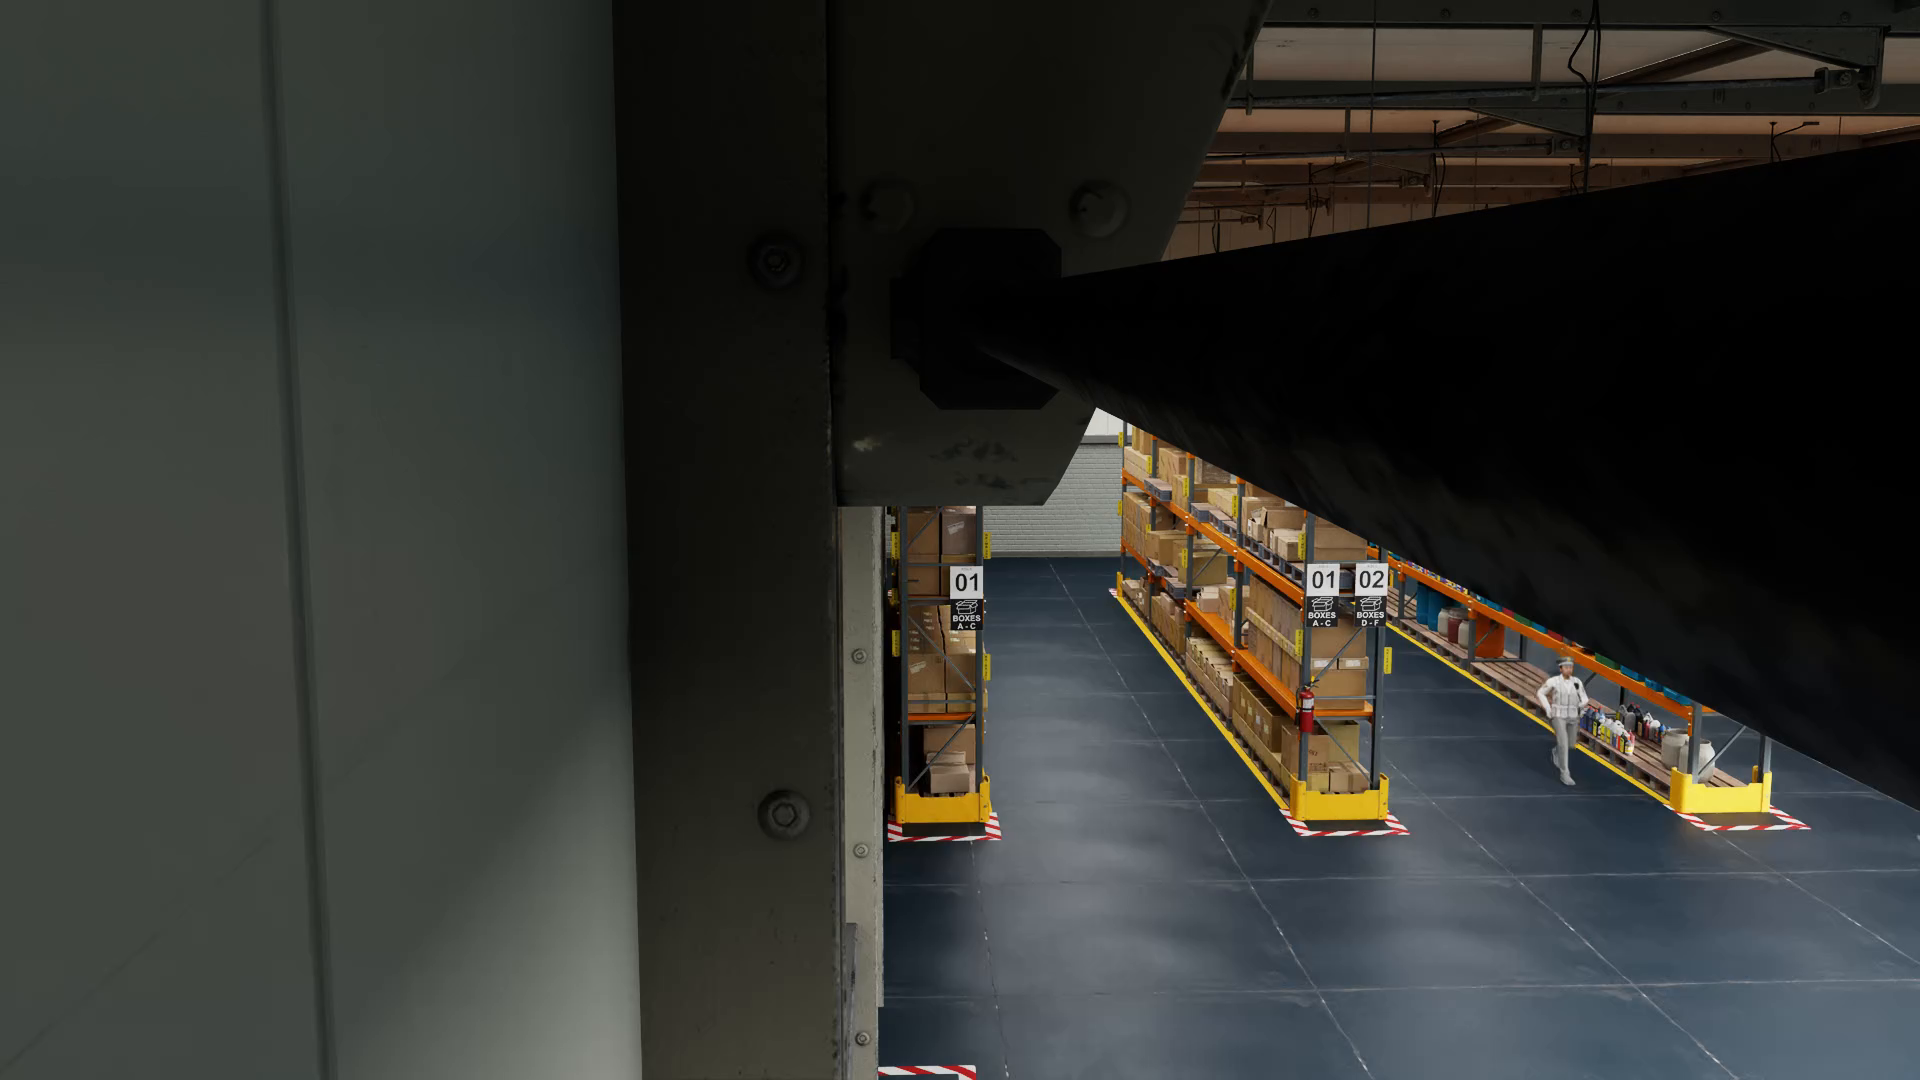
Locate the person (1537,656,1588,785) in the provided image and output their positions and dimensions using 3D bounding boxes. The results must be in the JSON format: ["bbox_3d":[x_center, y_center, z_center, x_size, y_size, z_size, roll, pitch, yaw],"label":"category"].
[{"bbox_3d":[8.091,2.375,22.284,0.624,1.665,0.866,0,8,-3],"label":"person"}]
